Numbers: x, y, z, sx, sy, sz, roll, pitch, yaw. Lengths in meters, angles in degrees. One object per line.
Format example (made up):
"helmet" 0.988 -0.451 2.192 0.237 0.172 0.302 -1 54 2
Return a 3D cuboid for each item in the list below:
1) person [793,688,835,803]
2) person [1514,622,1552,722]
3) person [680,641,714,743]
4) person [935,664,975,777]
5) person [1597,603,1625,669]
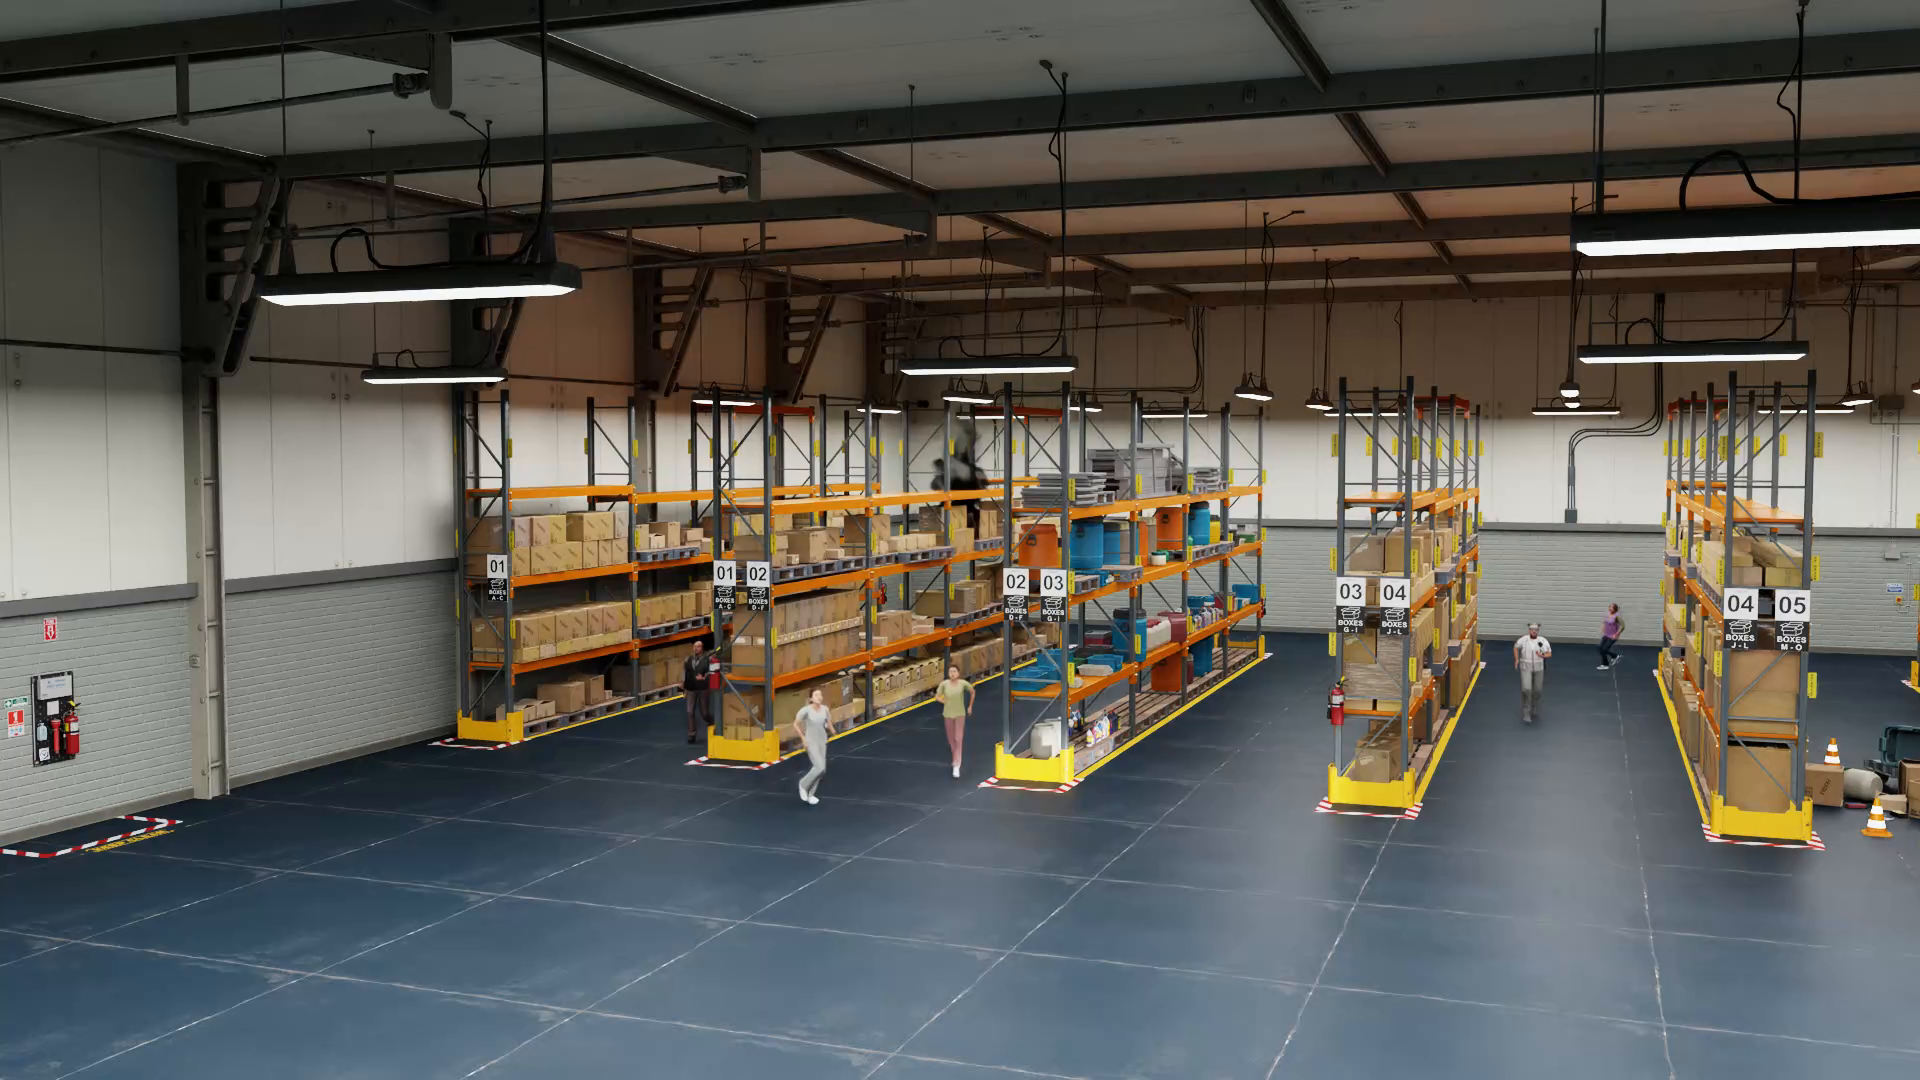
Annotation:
"person" -1.999 2.895 23.395 0.550 1.629 0.565 -3 4 -41
"person" 10.582 2.419 30.737 0.640 1.839 0.837 1 3 13
"person" -4.491 2.584 28.501 0.669 1.695 0.868 1 3 9
"person" -0.089 2.754 25.774 0.607 1.688 0.931 1 3 10
"person" 14.705 2.180 37.531 0.498 1.528 0.587 -1 3 -23
